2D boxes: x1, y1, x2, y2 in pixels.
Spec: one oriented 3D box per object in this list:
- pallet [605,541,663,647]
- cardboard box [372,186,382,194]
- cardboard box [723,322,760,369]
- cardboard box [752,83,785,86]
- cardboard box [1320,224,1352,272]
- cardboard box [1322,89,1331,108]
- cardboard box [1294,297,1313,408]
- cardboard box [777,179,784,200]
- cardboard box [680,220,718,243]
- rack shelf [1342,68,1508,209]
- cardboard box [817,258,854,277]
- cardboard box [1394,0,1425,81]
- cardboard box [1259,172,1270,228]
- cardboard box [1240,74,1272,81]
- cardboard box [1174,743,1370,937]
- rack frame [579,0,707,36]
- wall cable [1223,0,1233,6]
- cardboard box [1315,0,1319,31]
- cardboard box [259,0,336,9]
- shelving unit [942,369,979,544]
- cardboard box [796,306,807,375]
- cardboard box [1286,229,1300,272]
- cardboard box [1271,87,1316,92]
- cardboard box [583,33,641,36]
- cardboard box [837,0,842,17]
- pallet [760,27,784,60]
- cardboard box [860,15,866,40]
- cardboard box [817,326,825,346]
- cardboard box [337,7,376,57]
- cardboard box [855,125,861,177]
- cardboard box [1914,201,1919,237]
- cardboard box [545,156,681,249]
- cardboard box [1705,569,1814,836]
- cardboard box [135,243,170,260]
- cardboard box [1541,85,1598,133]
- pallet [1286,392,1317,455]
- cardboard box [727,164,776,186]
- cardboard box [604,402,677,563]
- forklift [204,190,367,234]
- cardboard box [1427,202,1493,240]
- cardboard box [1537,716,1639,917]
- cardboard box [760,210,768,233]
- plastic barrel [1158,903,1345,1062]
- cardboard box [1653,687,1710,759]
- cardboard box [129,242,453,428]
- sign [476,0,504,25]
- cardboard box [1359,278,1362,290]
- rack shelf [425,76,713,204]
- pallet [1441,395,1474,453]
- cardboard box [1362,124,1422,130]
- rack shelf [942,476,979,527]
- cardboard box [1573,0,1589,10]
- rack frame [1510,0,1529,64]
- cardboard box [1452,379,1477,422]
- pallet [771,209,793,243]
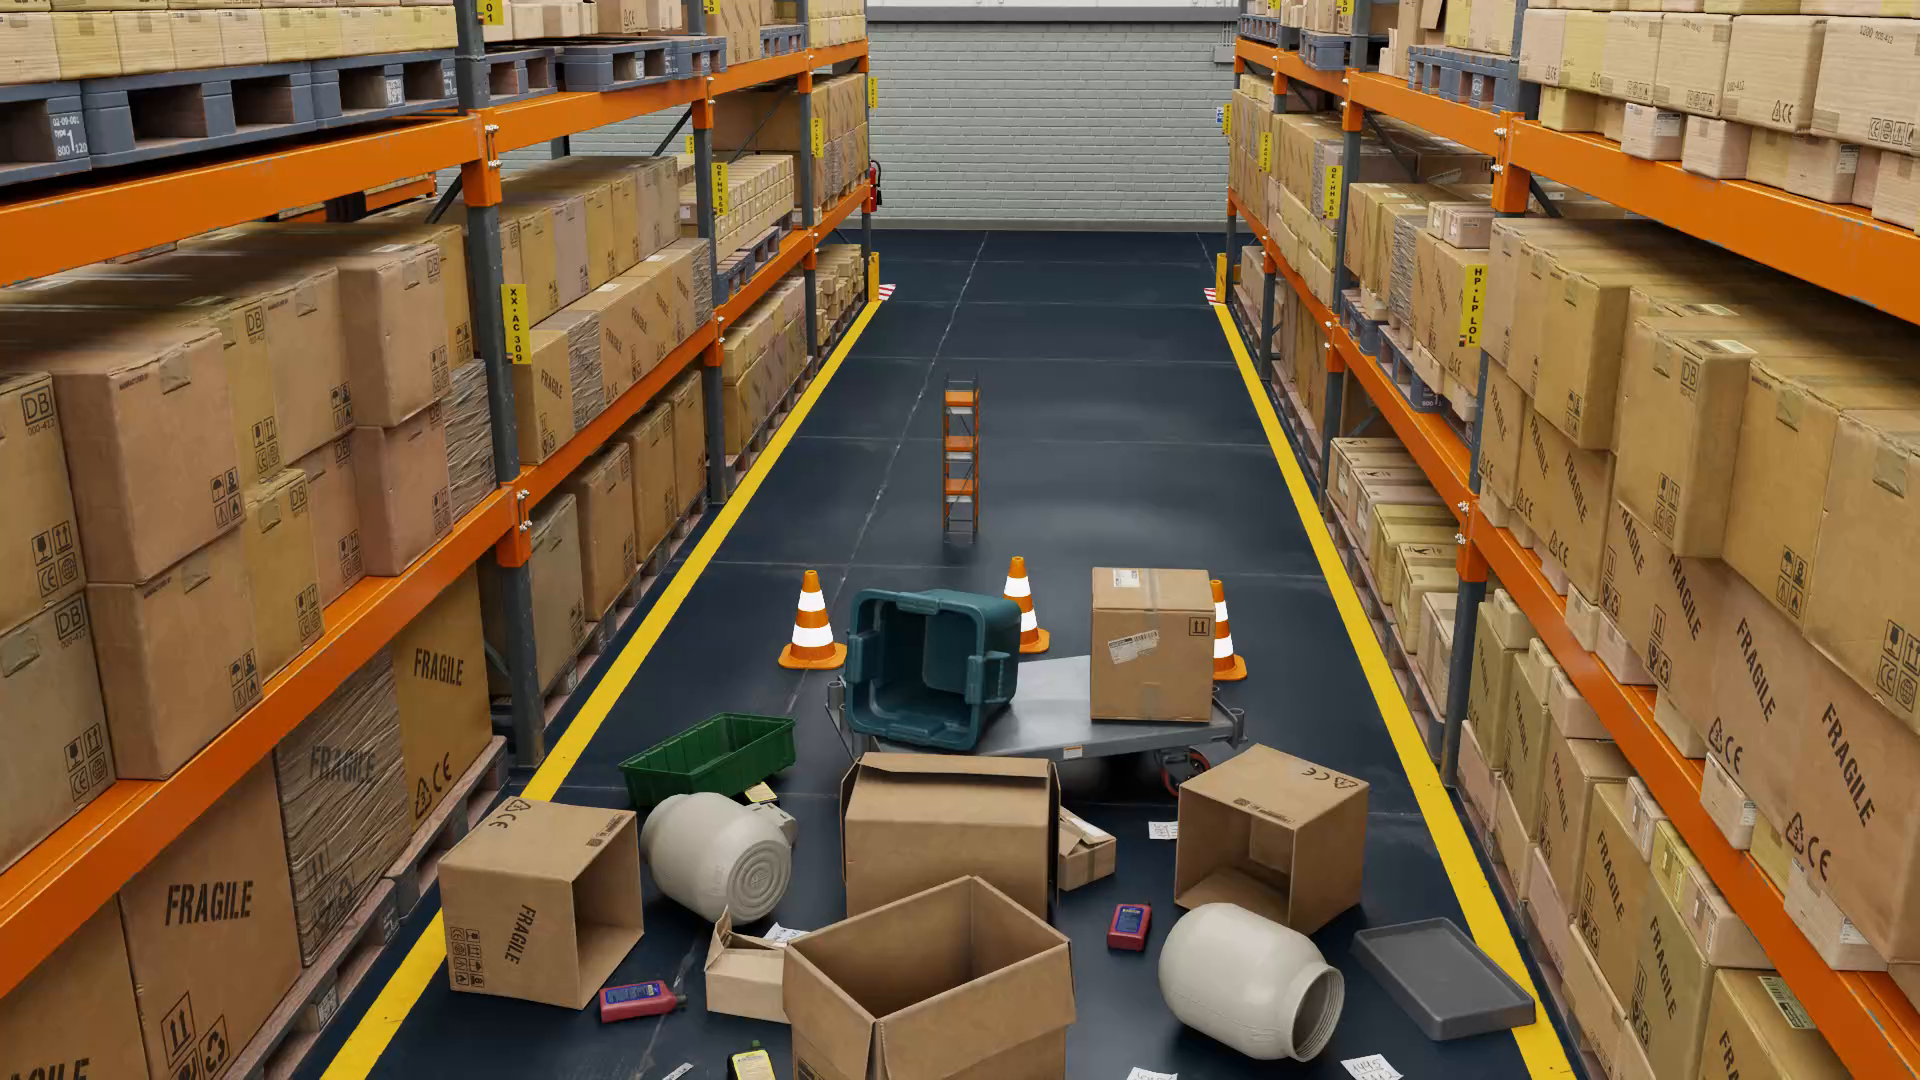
[{"bbox_3d":[-2.293,0.265,9.277,1.003,0.211,1.213,1,18,4],"label":"pallet"},{"bbox_3d":[-6.224,-3.673,17.219,0.380,0.149,0.250,1,18,4],"label":"cardboard box"},{"bbox_3d":[-1.744,-1.416,12.063,0.500,0.250,0.500,1,18,3],"label":"cardboard box"},{"bbox_3d":[-1.938,-4.059,15.750,0.500,0.500,0.500,2,18,5],"label":"cardboard box"},{"bbox_3d":[2.655,-1.925,10.918,0.500,0.250,0.500,1,18,4],"label":"cardboard box"},{"bbox_3d":[3.420,-3.928,14.786,0.380,0.149,0.250,1,18,3],"label":"cardboard box"},{"bbox_3d":[3.139,-1.560,13.103,0.875,0.875,0.875,2,18,6],"label":"cardboard box"},{"bbox_3d":[-1.654,-2.859,13.581,0.380,0.149,0.250,2,18,6],"label":"cardboard box"},{"bbox_3d":[-1.836,-2.049,11.110,0.380,0.149,0.250,2,18,6],"label":"cardboard box"},{"bbox_3d":[2.730,-2.065,8.246,1.077,0.370,4.000,1,18,4],"label":"rack shelf"},{"bbox_3d":[-1.295,-2.800,17.099,0.380,0.149,0.250,2,18,6],"label":"cardboard box"},{"bbox_3d":[2.796,-2.781,9.116,0.700,0.500,0.500,1,18,4],"label":"cardboard box"},{"bbox_3d":[2.939,-3.042,14.729,0.500,0.500,0.500,1,18,4],"label":"cardboard box"},{"bbox_3d":[3.145,-4.814,17.489,0.380,0.149,0.250,2,18,5],"label":"cardboard box"},{"bbox_3d":[1.153,1.129,6.171,0.500,0.500,0.500,17,25,41],"label":"cardboard box"},{"bbox_3d":[-2.071,-4.532,9.804,1.000,3.000,0.127,1,18,4],"label":"rack frame"},{"bbox_3d":[3.574,-8.711,22.556,0.463,3.000,0.029,1,18,4],"label":"wall cable"},{"bbox_3d":[2.623,-3.599,11.314,0.396,0.266,0.258,1,18,3],"label":"cardboard box"},{"bbox_3d":[-2.211,-1.711,4.938,0.500,0.250,0.500,1,18,3],"label":"cardboard box"},{"bbox_3d":[0.004,-0.516,10.310,0.215,1.050,0.252,1,18,4],"label":"shelving unit"},{"bbox_3d":[-1.586,-1.700,14.134,0.500,0.500,0.500,1,18,3],"label":"cardboard box"},{"bbox_3d":[2.732,-2.168,12.464,0.500,0.250,0.500,1,18,3],"label":"cardboard box"},{"bbox_3d":[3.020,-4.014,15.048,0.380,0.149,0.250,1,18,3],"label":"cardboard box"},{"bbox_3d":[-2.284,-3.338,10.814,0.500,0.500,0.500,1,18,4],"label":"cardboard box"},{"bbox_3d":[-1.399,-5.135,15.897,0.500,0.250,0.500,0,18,2],"label":"cardboard box"},{"bbox_3d":[-2.006,-3.749,12.530,1.213,0.211,1.003,1,18,4],"label":"pallet"},{"bbox_3d":[-1.266,-5.373,17.428,0.500,0.250,0.500,1,18,3],"label":"cardboard box"},{"bbox_3d":[-1.438,-1.875,15.231,0.380,0.149,0.250,0,18,2],"label":"cardboard box"},{"bbox_3d":[-2.118,-1.634,5.344,0.380,0.149,0.250,1,18,4],"label":"cardboard box"},{"bbox_3d":[-1.315,-4.050,17.327,0.500,0.500,0.500,1,18,3],"label":"cardboard box"},{"bbox_3d":[2.032,-0.619,3.081,0.380,0.149,0.250,1,18,4],"label":"cardboard box"},{"bbox_3d":[-2.113,-2.065,10.142,0.700,0.500,0.500,1,18,4],"label":"cardboard box"},{"bbox_3d":[2.105,0.363,3.859,0.500,0.500,0.500,1,18,4],"label":"cardboard box"},{"bbox_3d":[-6.599,-2.491,13.047,0.500,0.500,0.500,1,18,4],"label":"cardboard box"},{"bbox_3d":[2.243,-1.495,5.754,0.380,0.149,0.250,1,18,4],"label":"cardboard box"},{"bbox_3d":[3.095,-0.898,12.826,1.003,0.211,1.213,1,18,4],"label":"pallet"},{"bbox_3d":[-1.676,-2.913,13.268,0.380,0.149,0.250,1,18,4],"label":"cardboard box"},{"bbox_3d":[-2.264,-0.353,9.623,1.050,0.750,0.750,2,18,5],"label":"cardboard box"},{"bbox_3d":[-4.608,-1.755,11.072,1.130,2.935,3.031,1,18,4],"label":"forklift"},{"bbox_3d":[2.427,-1.505,7.845,0.380,0.149,0.250,1,18,2],"label":"cardboard box"},{"bbox_3d":[2.210,0.895,5.411,0.500,0.500,0.500,2,18,7],"label":"cardboard box"},{"bbox_3d":[-1.706,-2.472,12.878,0.380,0.149,0.250,2,18,6],"label":"cardboard box"},{"bbox_3d":[0.938,1.431,5.376,0.512,0.421,0.421,17,25,41],"label":"plastic barrel"},{"bbox_3d":[2.135,0.482,4.539,0.380,0.149,0.250,1,18,3],"label":"cardboard box"},{"bbox_3d":[-2.342,-0.736,5.878,0.875,0.550,0.550,1,18,4],"label":"cardboard box"},{"bbox_3d":[-1.804,-2.136,6.350,0.100,0.325,0.005,1,18,4],"label":"sign"},{"bbox_3d":[2.665,-1.586,10.175,0.380,0.149,0.250,0,18,1],"label":"cardboard box"},{"bbox_3d":[-2.214,-2.144,8.487,1.077,0.370,4.000,1,18,4],"label":"rack shelf"},{"bbox_3d":[2.787,-0.503,7.449,1.003,0.211,1.213,1,18,4],"label":"pallet"},{"bbox_3d":[3.293,-2.905,12.706,0.500,0.500,0.500,2,18,6],"label":"cardboard box"},{"bbox_3d":[0.004,-0.241,10.400,0.215,0.259,0.240,1,18,4],"label":"rack shelf"},{"bbox_3d":[2.221,-1.791,5.378,0.380,0.149,0.250,1,18,2],"label":"cardboard box"},{"bbox_3d":[2.587,-3.211,5.771,1.000,3.000,0.127,1,18,4],"label":"rack frame"},{"bbox_3d":[2.348,-0.606,7.185,0.380,0.149,0.250,2,18,5],"label":"cardboard box"},{"bbox_3d":[-1.984,-2.599,13.845,1.003,0.211,1.213,1,18,4],"label":"pallet"}]
